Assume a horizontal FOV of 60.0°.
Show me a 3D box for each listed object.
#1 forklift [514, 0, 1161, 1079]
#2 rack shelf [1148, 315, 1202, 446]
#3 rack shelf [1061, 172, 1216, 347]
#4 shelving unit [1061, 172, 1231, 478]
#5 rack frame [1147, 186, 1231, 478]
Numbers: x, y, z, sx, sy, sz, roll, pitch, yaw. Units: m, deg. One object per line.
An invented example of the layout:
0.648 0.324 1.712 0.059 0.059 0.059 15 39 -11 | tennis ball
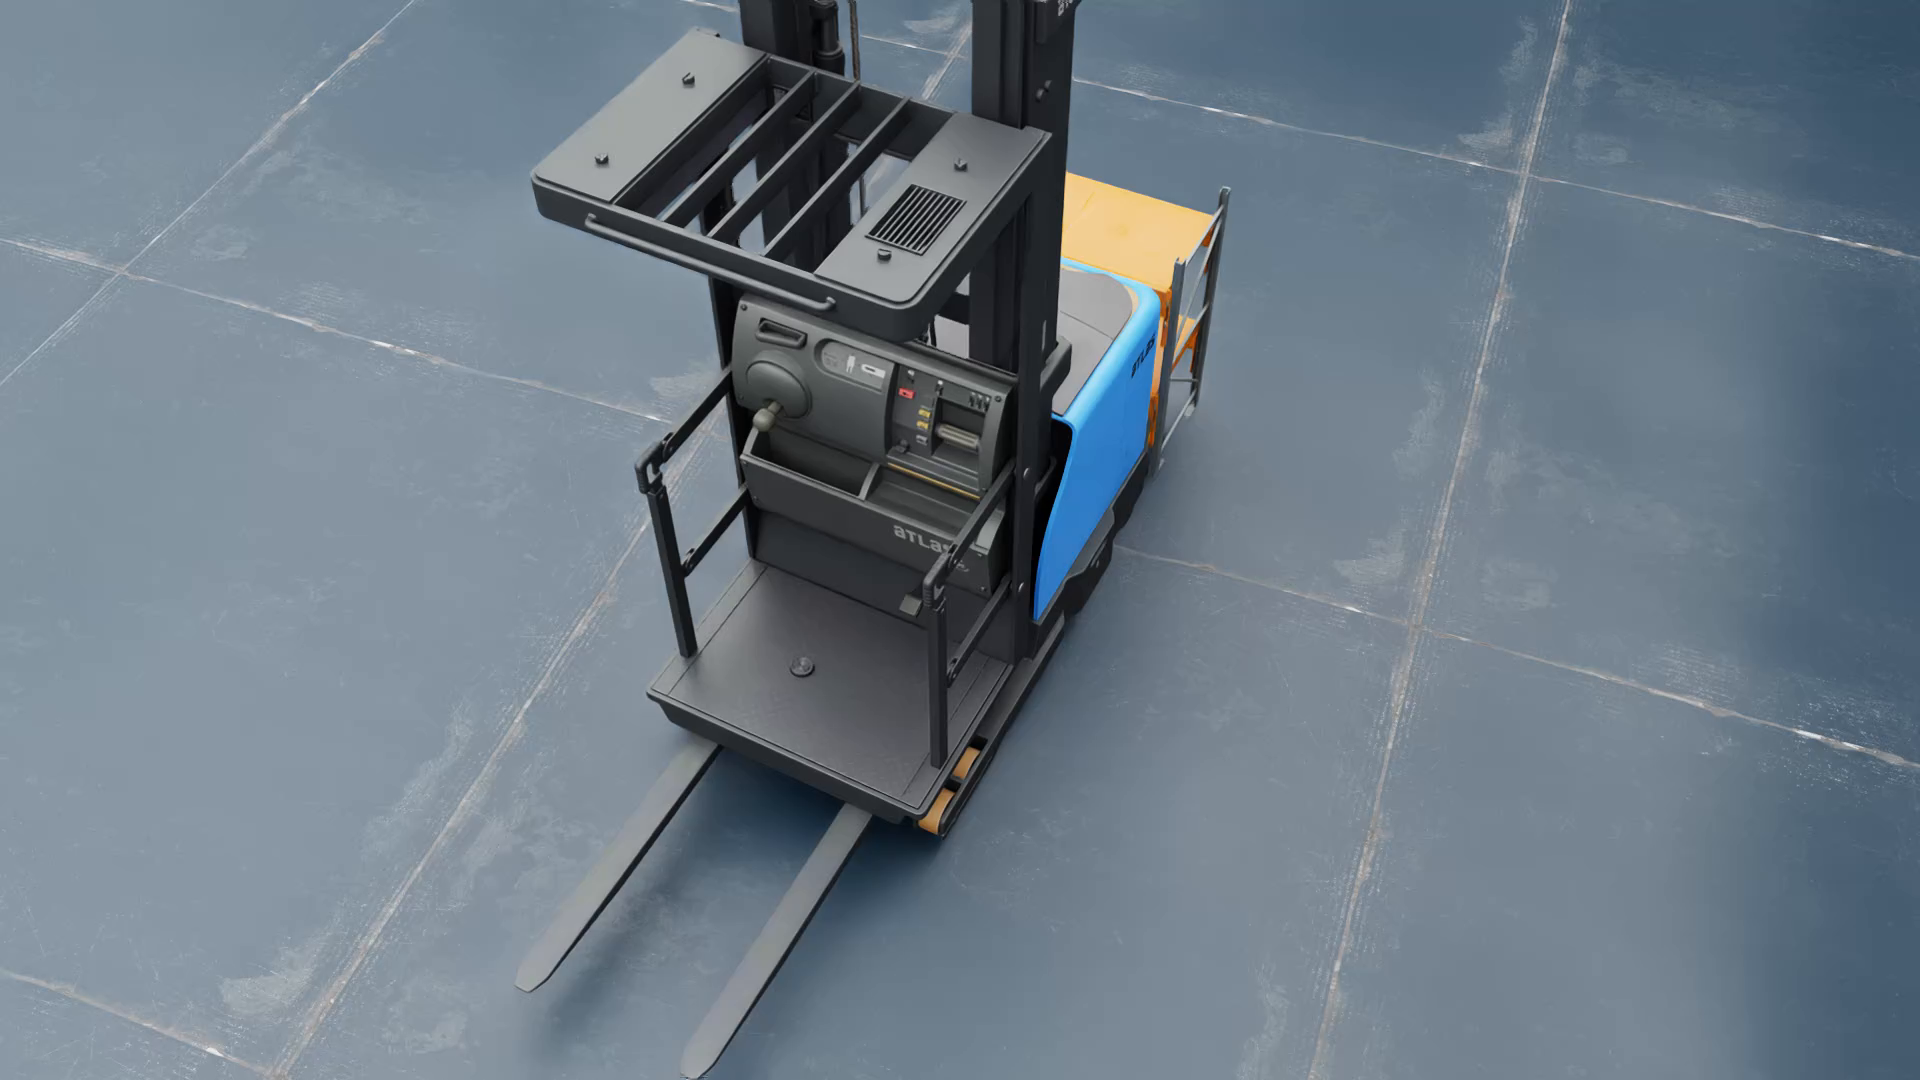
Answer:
-0.386 -0.340 4.972 1.130 2.935 3.031 21 52 18 | forklift
0.443 -0.810 6.897 1.000 0.278 0.538 21 52 17 | rack shelf
0.443 -1.161 6.491 1.000 0.278 0.538 21 52 17 | rack shelf
0.443 -0.970 6.713 1.048 1.125 0.538 21 52 17 | shelving unit
0.898 -0.798 6.563 0.032 1.125 0.500 21 52 17 | rack frame
